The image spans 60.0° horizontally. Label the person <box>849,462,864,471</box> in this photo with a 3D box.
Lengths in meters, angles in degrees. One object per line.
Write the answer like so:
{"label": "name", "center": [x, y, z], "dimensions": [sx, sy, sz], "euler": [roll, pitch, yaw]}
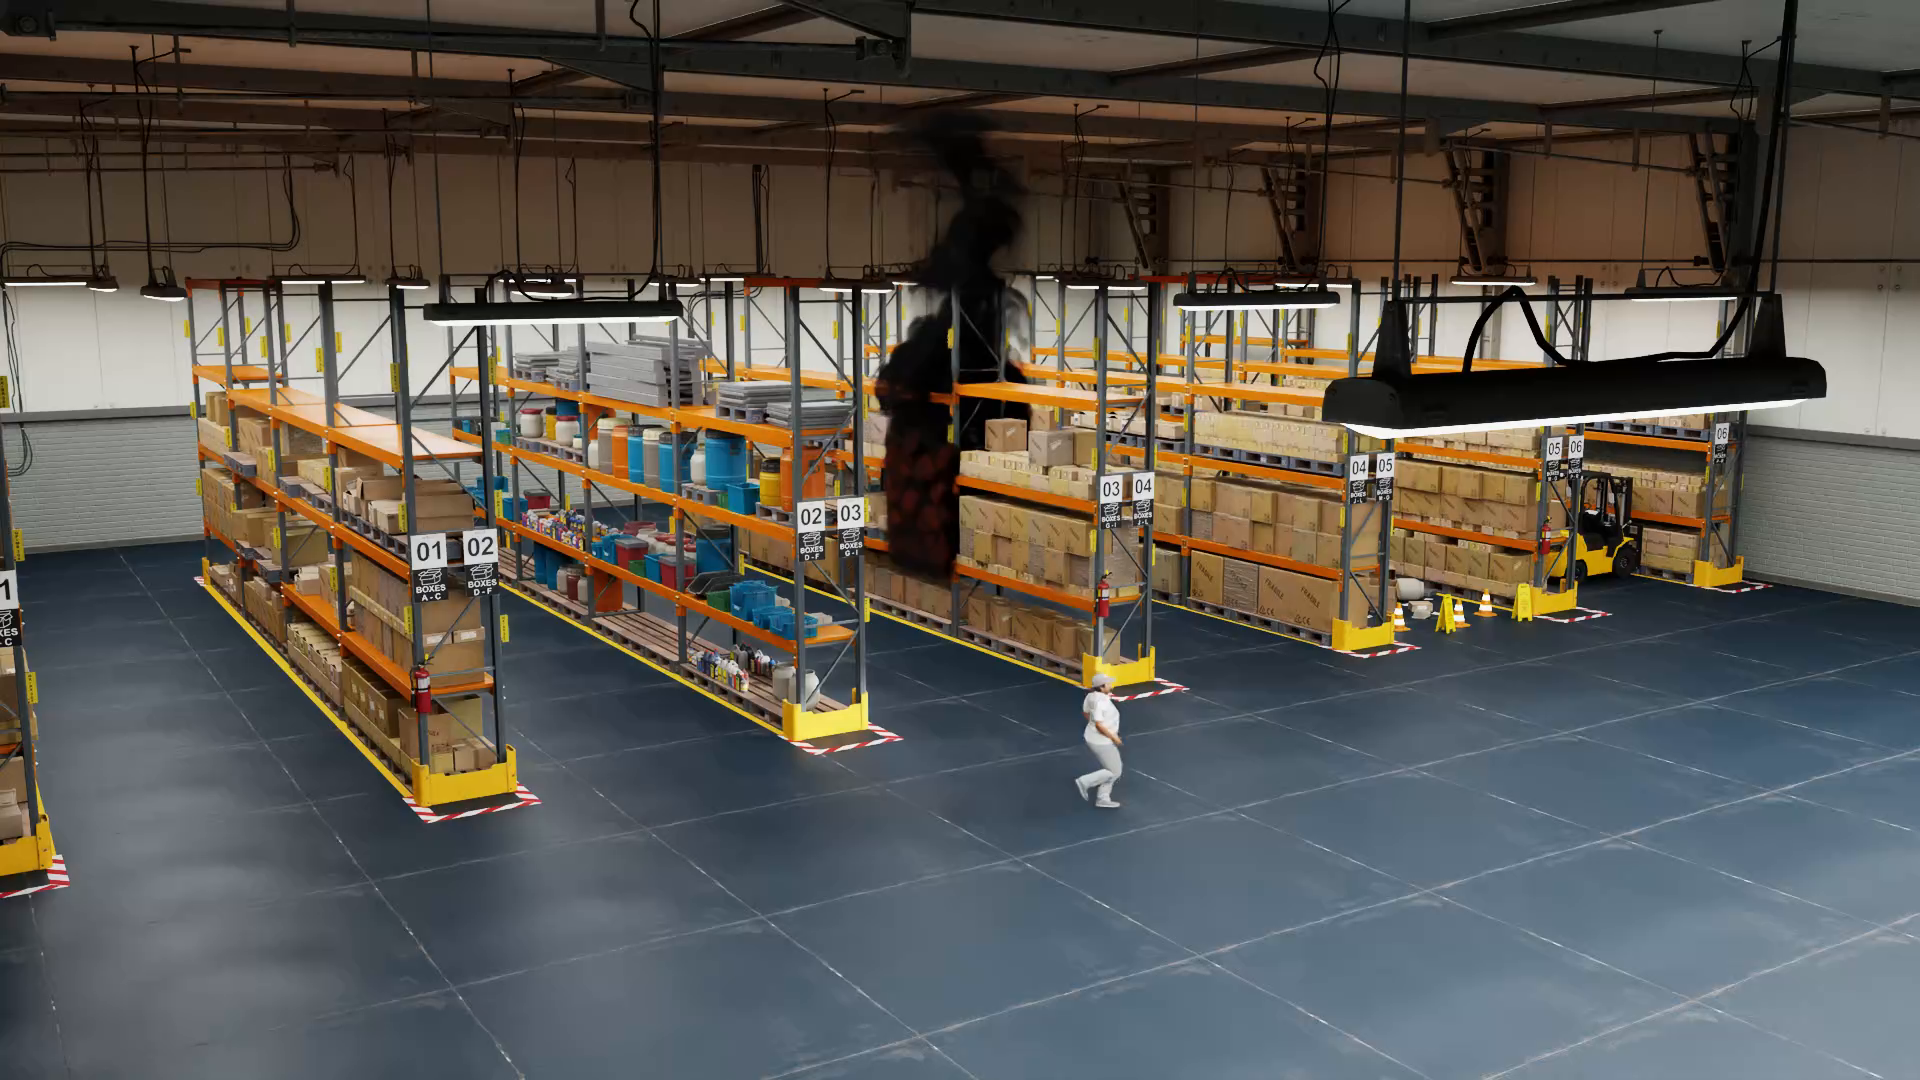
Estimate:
{"label": "person", "center": [-2.614, -1.536, 41.950], "dimensions": [0.702, 1.773, 0.655], "euler": [-1, 10, -8]}

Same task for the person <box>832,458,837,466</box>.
{"label": "person", "center": [-2.897, -1.087, 39.146], "dimensions": [0.665, 1.761, 0.600], "euler": [-4, 10, -21]}

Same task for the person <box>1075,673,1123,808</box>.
{"label": "person", "center": [1.594, 2.344, 19.299], "dimensions": [0.584, 1.614, 0.609], "euler": [-2, 10, -12]}

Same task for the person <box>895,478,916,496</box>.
{"label": "person", "center": [-1.197, -0.561, 36.485], "dimensions": [0.577, 1.642, 0.580], "euler": [-4, 10, -23]}
